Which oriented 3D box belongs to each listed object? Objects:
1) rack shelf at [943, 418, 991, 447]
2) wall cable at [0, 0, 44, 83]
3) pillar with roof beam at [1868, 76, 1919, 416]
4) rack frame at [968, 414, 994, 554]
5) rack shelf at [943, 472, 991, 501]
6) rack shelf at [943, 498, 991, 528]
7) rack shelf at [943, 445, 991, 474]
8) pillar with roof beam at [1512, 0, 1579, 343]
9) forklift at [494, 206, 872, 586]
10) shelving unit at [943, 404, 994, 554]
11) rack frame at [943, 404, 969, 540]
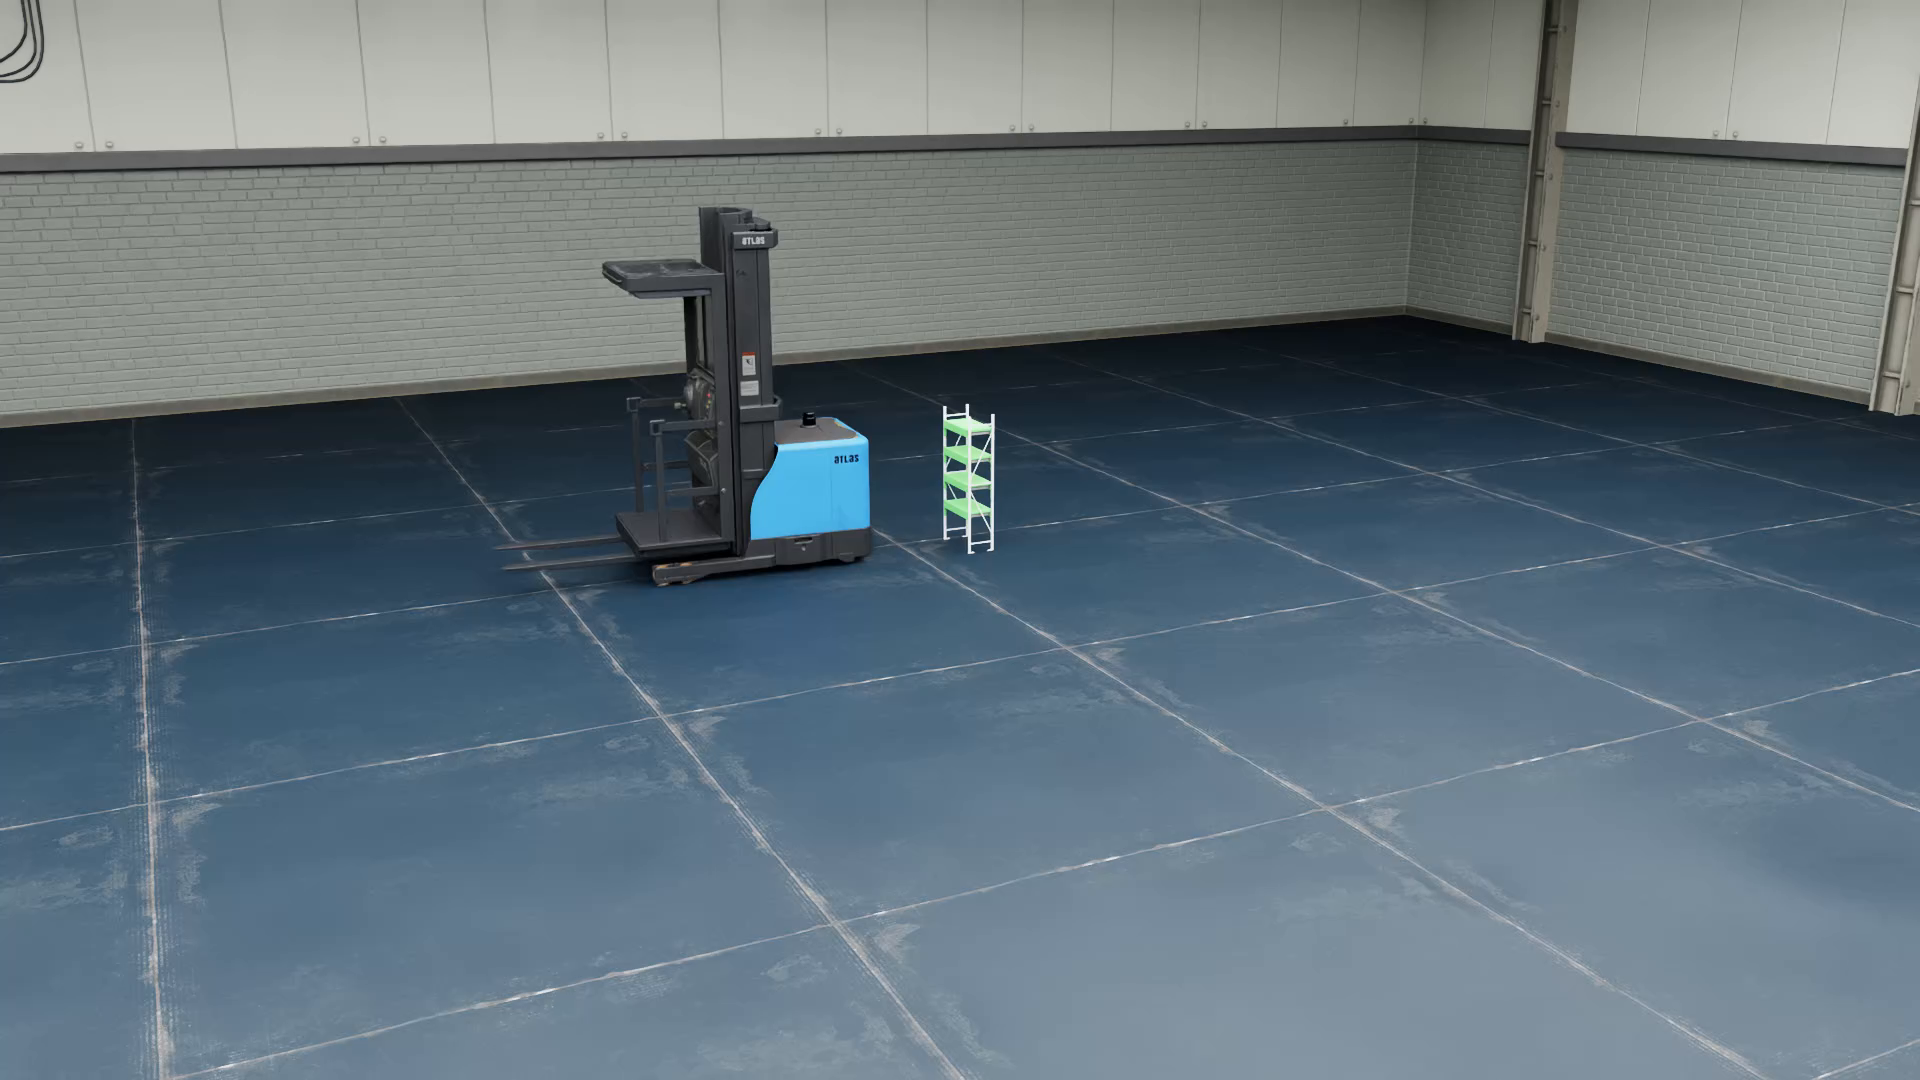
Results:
[{"bbox_3d":[0.073,-0.936,14.327,0.258,0.148,0.480,-8,18,-25],"label":"rack shelf"},{"bbox_3d":[-11.207,-7.231,17.468,2.305,6.003,0.169,-8,18,-25],"label":"wall cable"},{"bbox_3d":[7.429,-5.361,17.118,9.100,9.000,0.400,-8,18,-25],"label":"pillar with roof beam"},{"bbox_3d":[0.179,-0.475,14.231,0.240,1.200,0.015,-8,18,-25],"label":"rack frame"},{"bbox_3d":[0.073,-0.474,14.460,0.258,0.148,0.480,-8,18,-25],"label":"rack shelf"},{"bbox_3d":[0.073,-0.244,14.526,0.258,0.148,0.480,-8,18,-25],"label":"rack shelf"},{"bbox_3d":[0.073,-0.705,14.394,0.258,0.148,0.480,-8,18,-25],"label":"rack shelf"},{"bbox_3d":[4.801,-6.849,22.302,9.100,9.000,0.400,-8,18,-25],"label":"pillar with roof beam"},{"bbox_3d":[-2.319,-1.200,13.620,3.031,2.935,1.130,-6,17,-20],"label":"forklift"},{"bbox_3d":[0.073,-0.536,14.442,0.258,1.200,0.503,-8,18,-25],"label":"shelving unit"},{"bbox_3d":[-0.034,-0.596,14.653,0.240,1.200,0.015,-8,18,-25],"label":"rack frame"}]
